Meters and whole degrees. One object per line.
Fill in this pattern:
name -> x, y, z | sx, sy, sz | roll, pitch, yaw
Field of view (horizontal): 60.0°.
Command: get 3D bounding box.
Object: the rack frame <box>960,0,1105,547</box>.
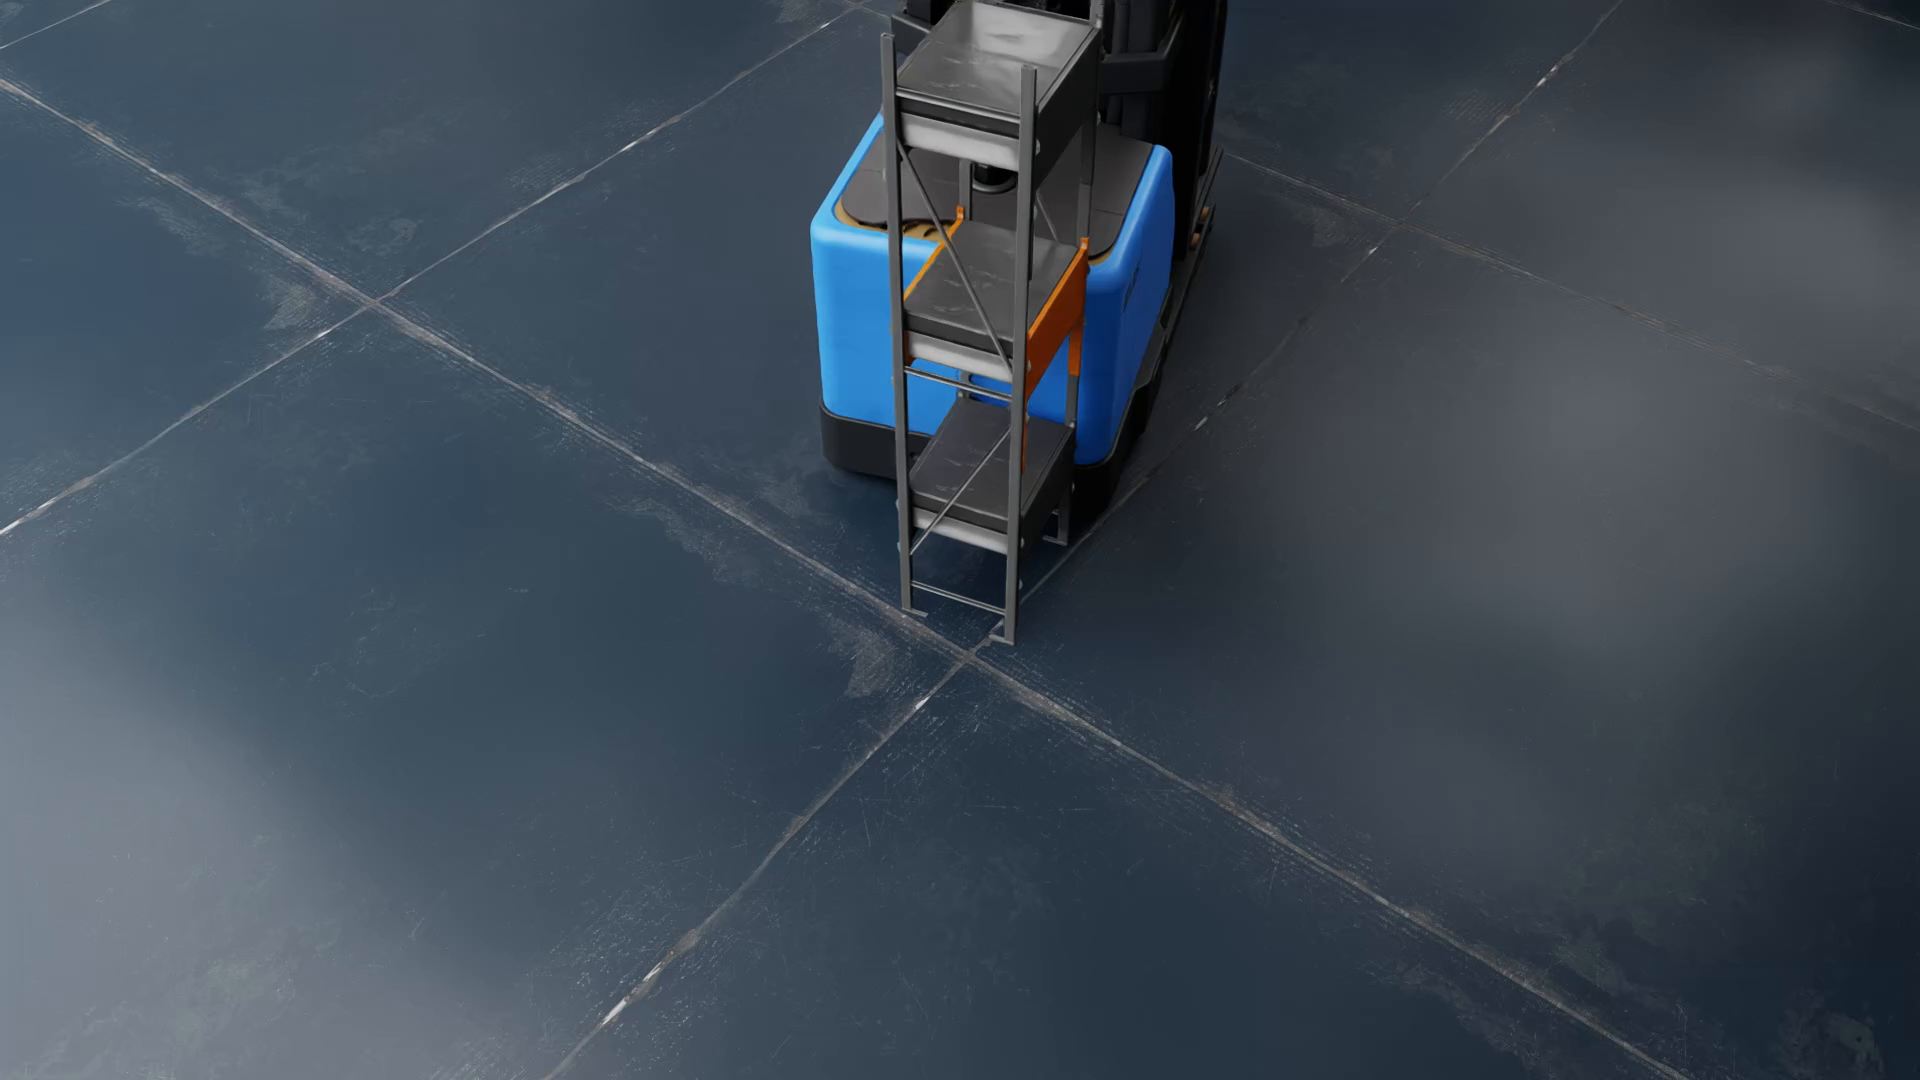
rack frame -> 0.186, -0.763, 5.027 | 0.400, 2.100, 0.015 | 17, 49, 16

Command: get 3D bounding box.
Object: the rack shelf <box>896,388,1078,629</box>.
rack shelf -> 0.090, -0.108, 5.388 | 0.431, 0.518, 0.480 | 17, 49, 16

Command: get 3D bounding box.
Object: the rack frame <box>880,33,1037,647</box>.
rack frame -> -0.005, -0.438, 4.717 | 0.400, 2.100, 0.015 | 17, 49, 16

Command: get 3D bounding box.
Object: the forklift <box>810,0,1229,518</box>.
forklift -> 0.425, -2.176, 5.802 | 1.130, 2.935, 3.031 | 12, 48, 12

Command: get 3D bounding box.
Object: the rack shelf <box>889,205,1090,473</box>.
rack shelf -> 0.090, -0.591, 4.881 | 0.431, 0.518, 0.480 | 17, 49, 16

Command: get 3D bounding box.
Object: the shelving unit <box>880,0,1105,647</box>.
shelving unit -> 0.090, -0.601, 4.872 | 0.431, 2.100, 0.503 | 17, 49, 16

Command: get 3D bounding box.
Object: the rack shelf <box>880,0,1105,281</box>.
rack shelf -> 0.090, -1.075, 4.375 | 0.431, 0.518, 0.480 | 17, 49, 16
